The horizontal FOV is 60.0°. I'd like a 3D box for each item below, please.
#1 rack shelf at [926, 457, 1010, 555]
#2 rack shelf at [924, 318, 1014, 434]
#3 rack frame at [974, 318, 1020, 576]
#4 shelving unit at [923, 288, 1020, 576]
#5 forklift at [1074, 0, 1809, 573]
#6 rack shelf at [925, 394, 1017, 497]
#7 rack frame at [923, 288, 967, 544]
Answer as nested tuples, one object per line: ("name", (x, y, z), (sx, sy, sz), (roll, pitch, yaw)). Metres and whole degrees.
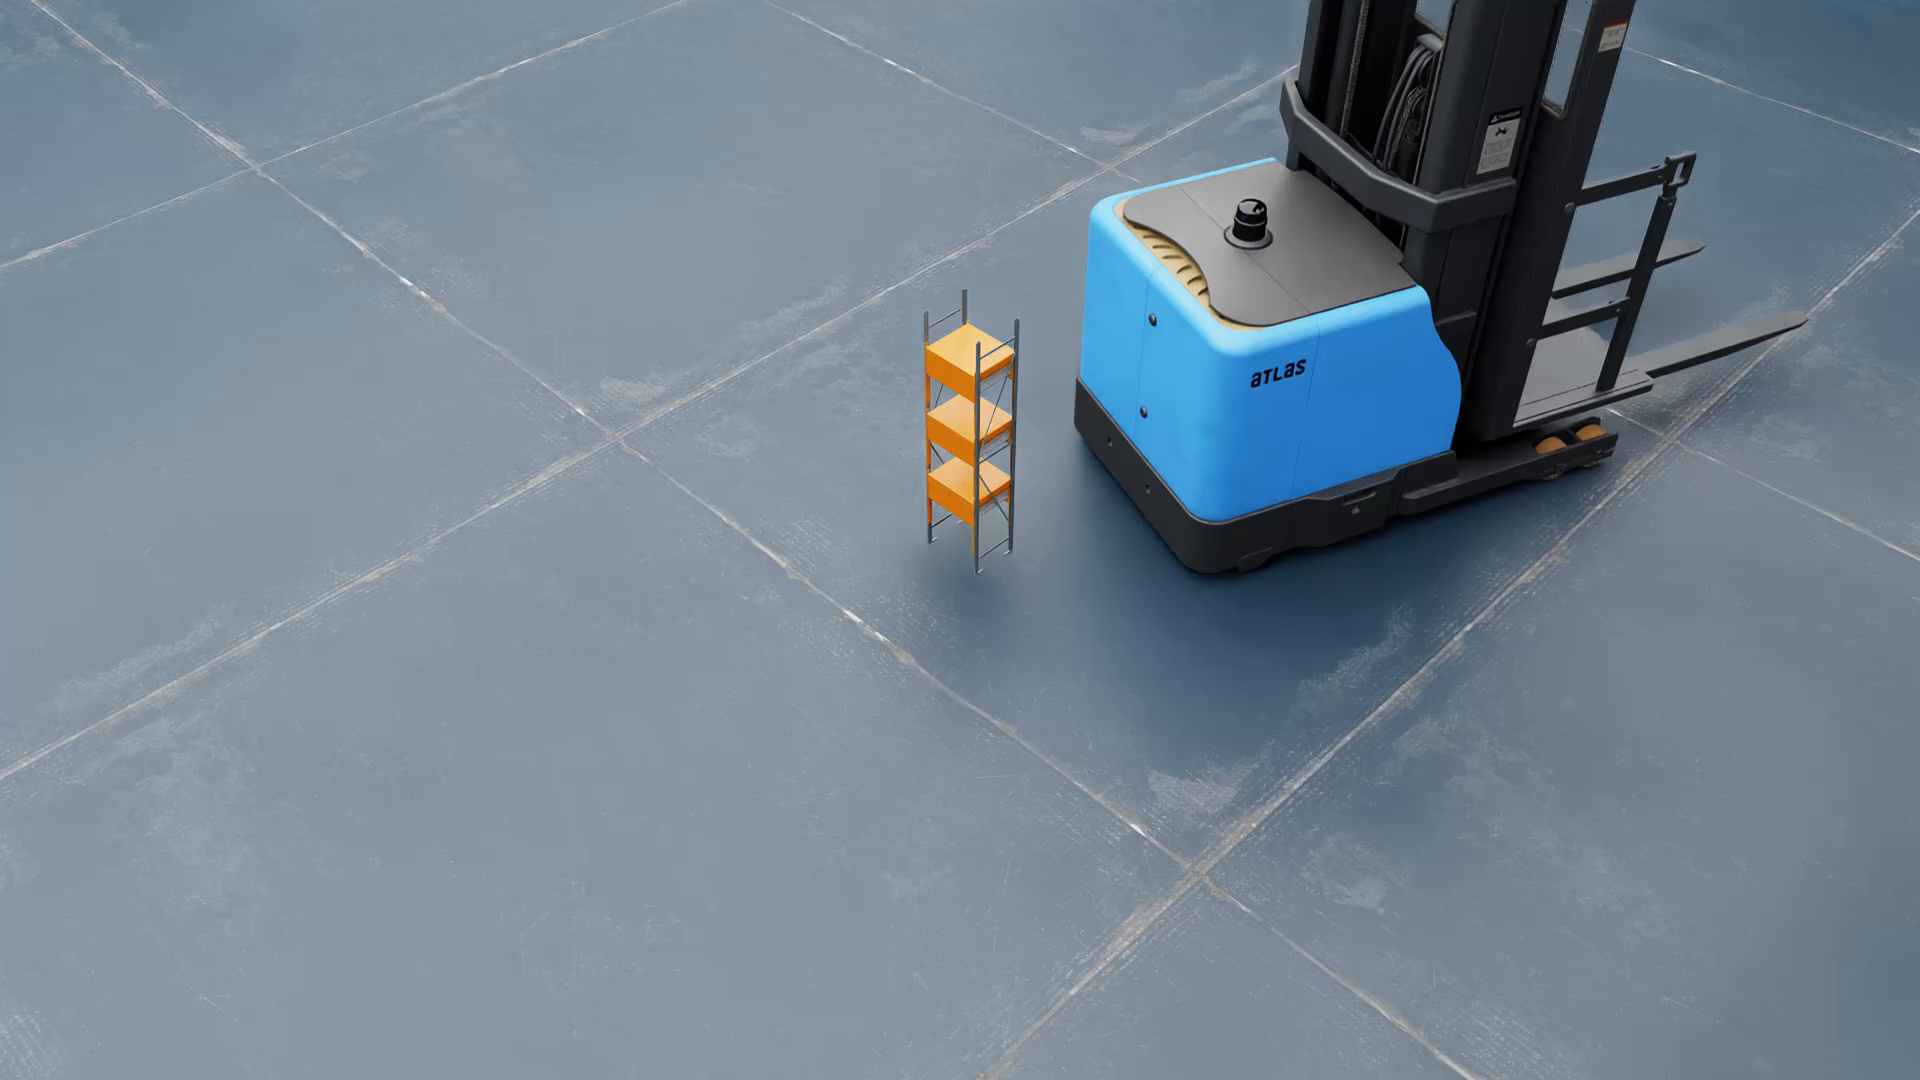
("rack shelf", (0.038, -0.148, 6.062), (0.215, 0.259, 0.240), (-34, 53, -31))
("rack shelf", (0.038, -0.561, 5.680), (0.215, 0.259, 0.240), (-34, 53, -31))
("rack frame", (0.124, -0.301, 5.802), (0.200, 1.050, 0.008), (-34, 53, -31))
("shelving unit", (0.038, -0.360, 5.866), (0.215, 1.050, 0.252), (-34, 53, -31))
("forklift", (2.018, -1.623, 5.847), (3.031, 2.935, 1.130), (-17, 45, -17))
("rack shelf", (0.038, -0.352, 5.873), (0.215, 0.259, 0.240), (-34, 53, -31))
("rack frame", (-0.048, -0.418, 5.929), (0.200, 1.050, 0.008), (-34, 53, -31))
